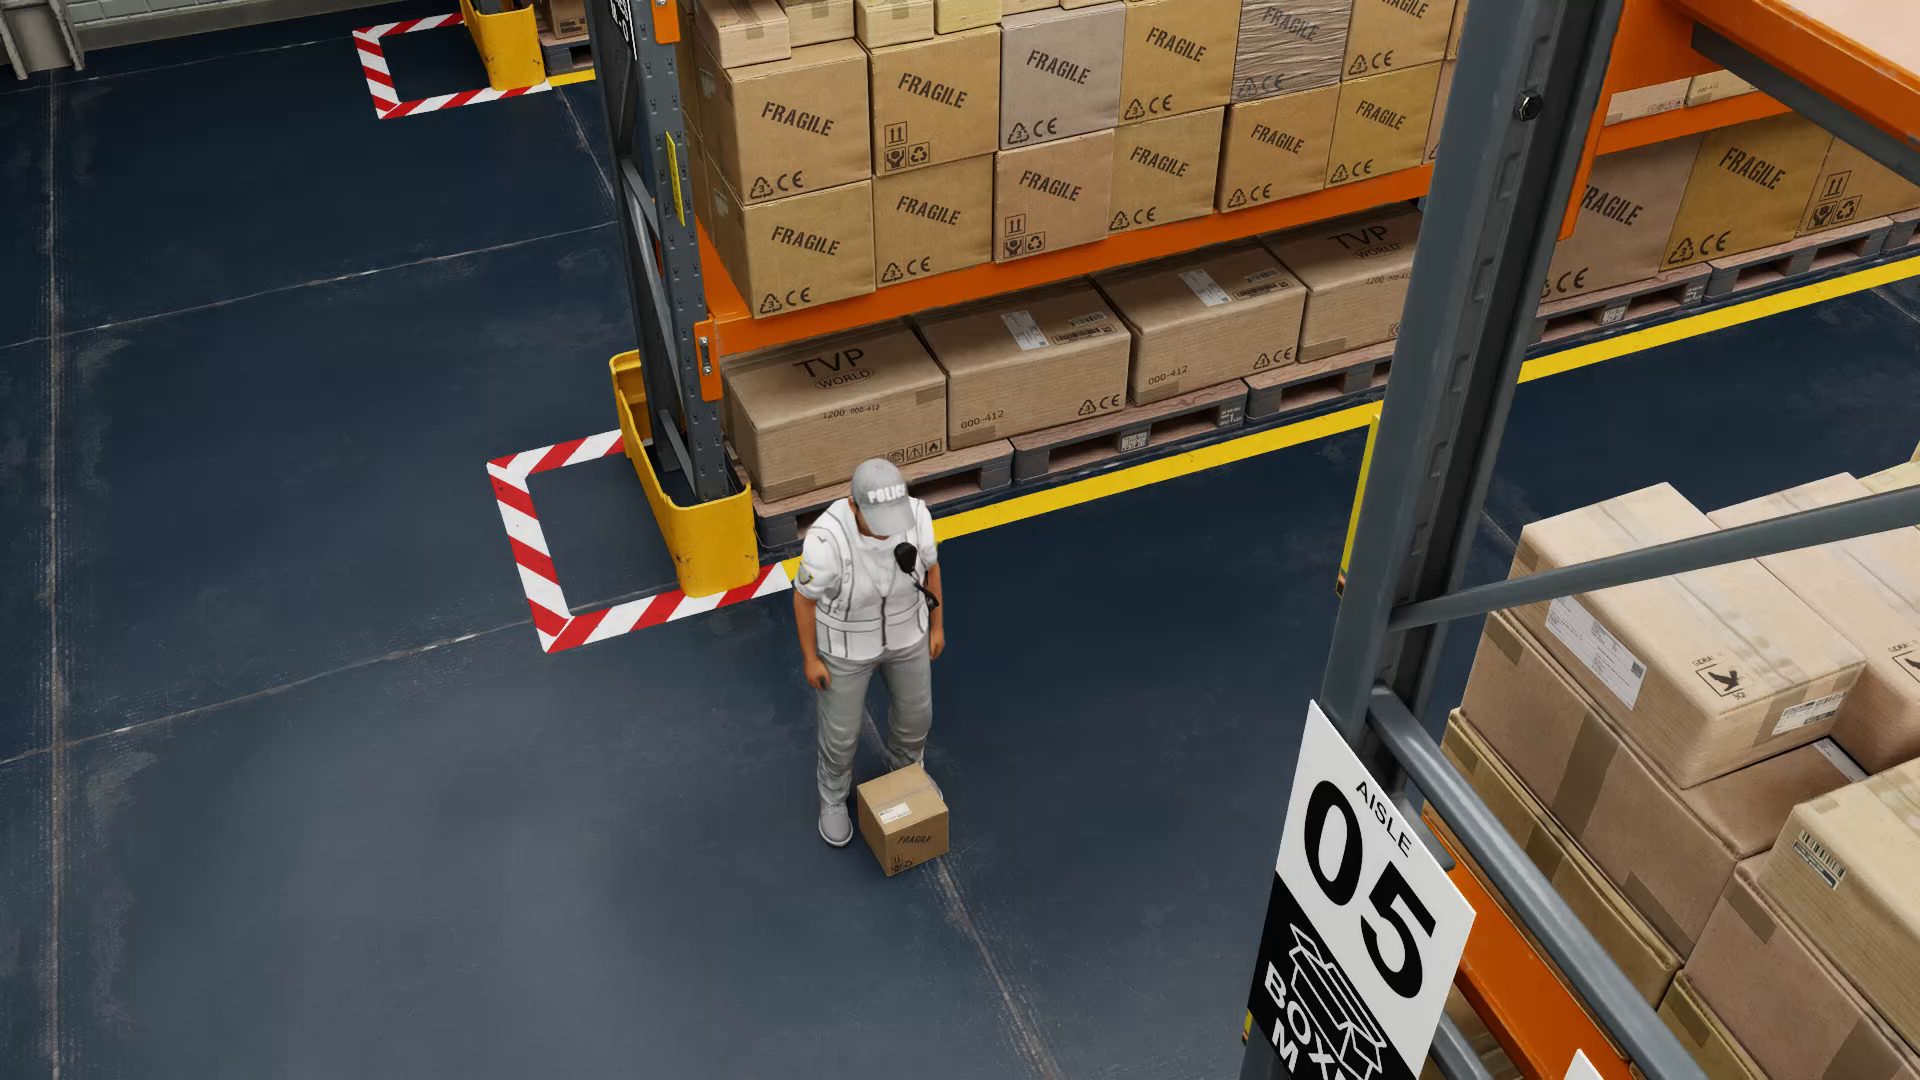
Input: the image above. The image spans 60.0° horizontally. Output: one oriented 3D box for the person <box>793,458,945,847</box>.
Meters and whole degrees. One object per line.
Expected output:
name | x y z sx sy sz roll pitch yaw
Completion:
person | -0.301 0.360 5.755 0.537 1.666 0.468 -15 44 -16
